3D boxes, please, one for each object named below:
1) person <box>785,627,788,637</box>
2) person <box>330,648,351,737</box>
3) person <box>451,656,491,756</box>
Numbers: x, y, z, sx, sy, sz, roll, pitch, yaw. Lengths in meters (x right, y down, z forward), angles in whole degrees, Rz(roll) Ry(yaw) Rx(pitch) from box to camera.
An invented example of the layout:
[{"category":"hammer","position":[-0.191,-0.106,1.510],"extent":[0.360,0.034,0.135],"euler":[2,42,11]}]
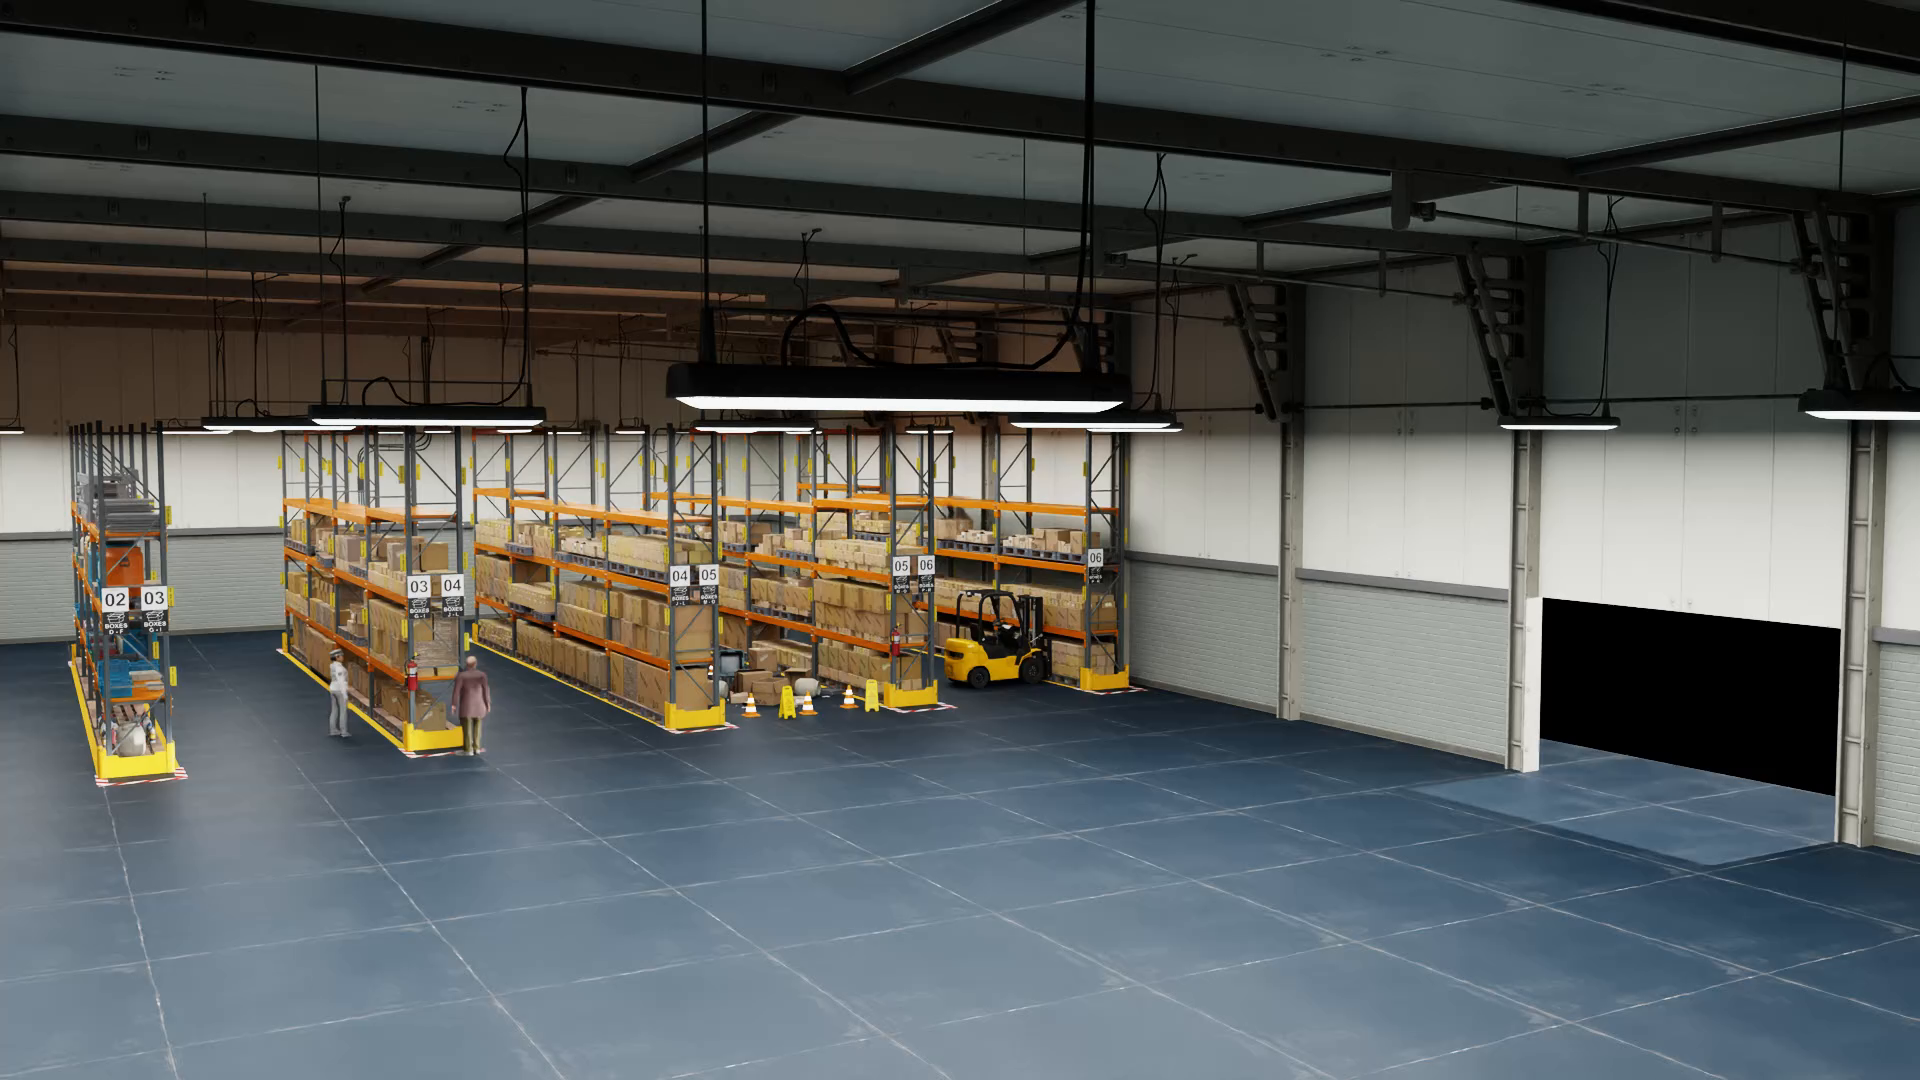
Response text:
[{"category":"person","position":[-5.104,1.946,47.583],"extent":[0.406,1.677,0.457],"euler":[-3,5,-39]},{"category":"person","position":[-11.876,2.913,31.831],"extent":[0.519,1.695,0.379],"euler":[3,4,37]},{"category":"person","position":[-8.786,2.997,29.888],"extent":[0.695,1.823,0.409],"euler":[-1,4,-22]}]
